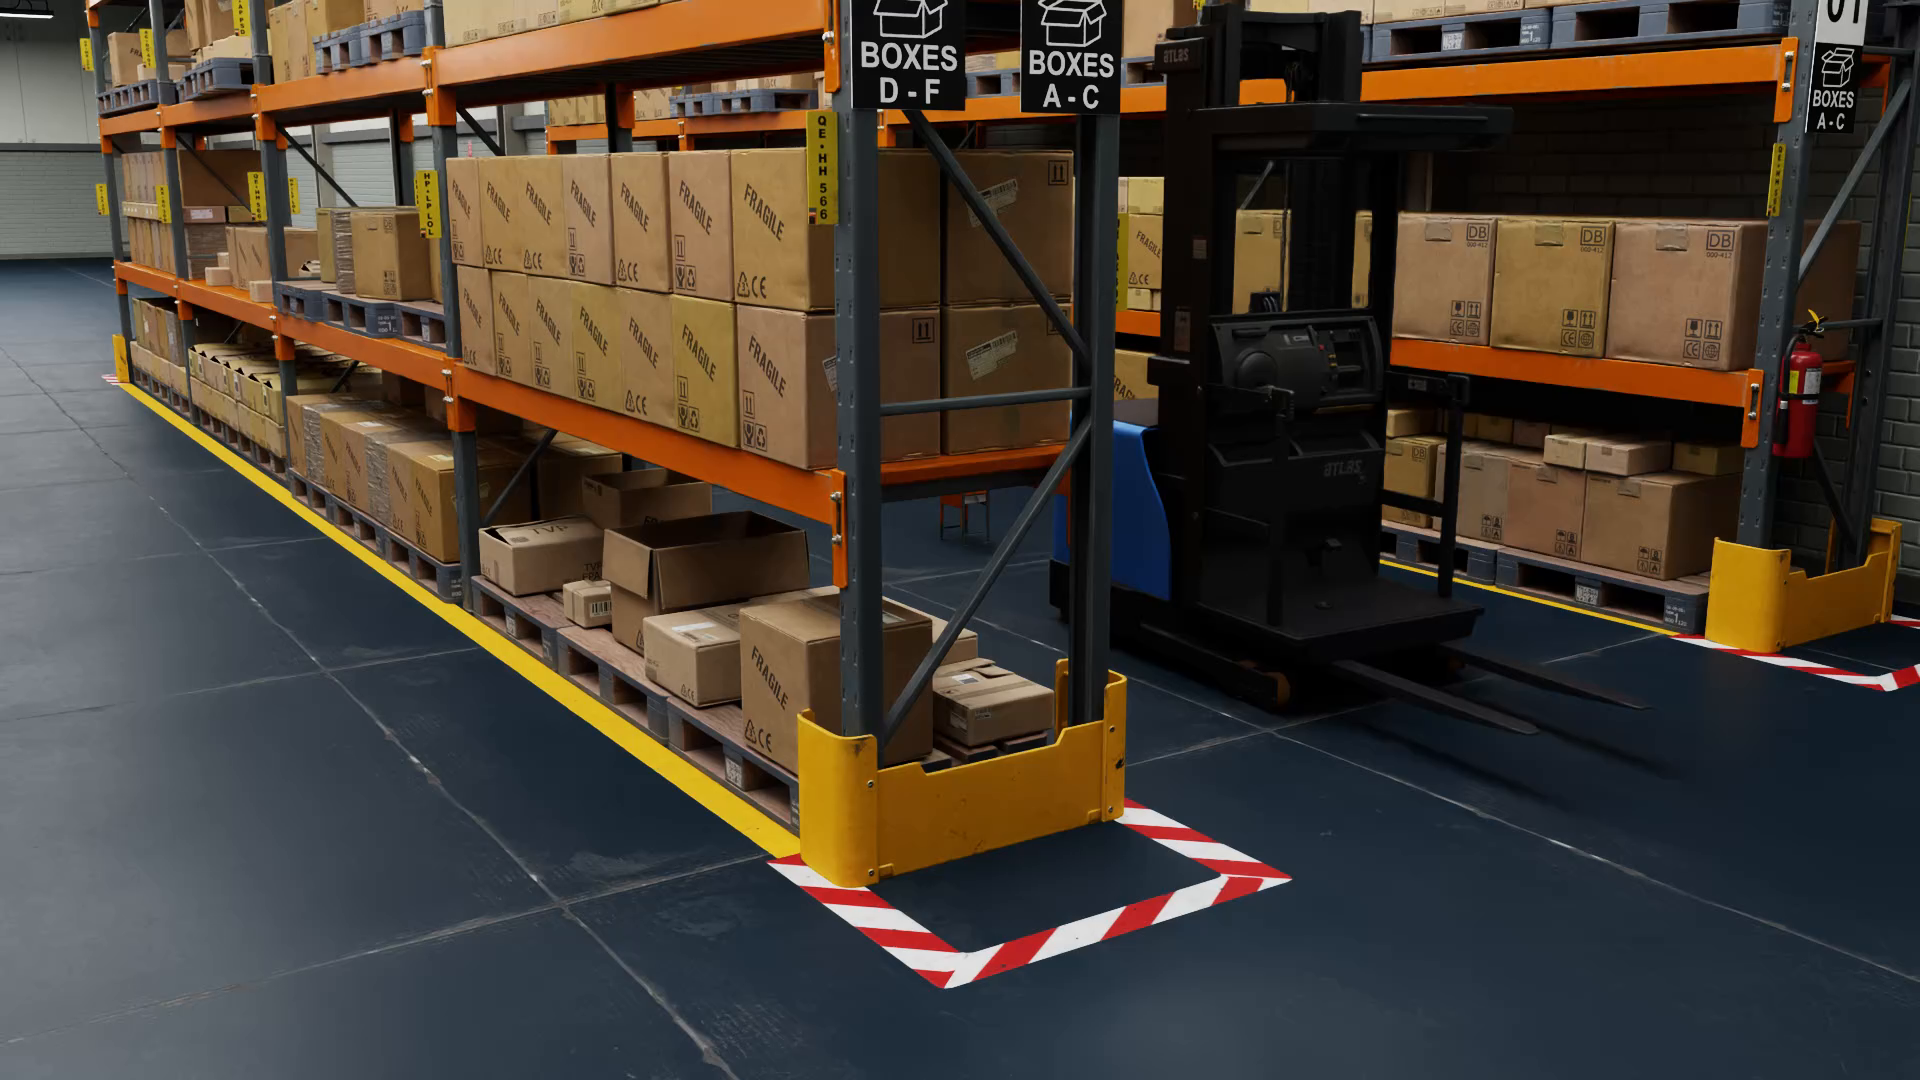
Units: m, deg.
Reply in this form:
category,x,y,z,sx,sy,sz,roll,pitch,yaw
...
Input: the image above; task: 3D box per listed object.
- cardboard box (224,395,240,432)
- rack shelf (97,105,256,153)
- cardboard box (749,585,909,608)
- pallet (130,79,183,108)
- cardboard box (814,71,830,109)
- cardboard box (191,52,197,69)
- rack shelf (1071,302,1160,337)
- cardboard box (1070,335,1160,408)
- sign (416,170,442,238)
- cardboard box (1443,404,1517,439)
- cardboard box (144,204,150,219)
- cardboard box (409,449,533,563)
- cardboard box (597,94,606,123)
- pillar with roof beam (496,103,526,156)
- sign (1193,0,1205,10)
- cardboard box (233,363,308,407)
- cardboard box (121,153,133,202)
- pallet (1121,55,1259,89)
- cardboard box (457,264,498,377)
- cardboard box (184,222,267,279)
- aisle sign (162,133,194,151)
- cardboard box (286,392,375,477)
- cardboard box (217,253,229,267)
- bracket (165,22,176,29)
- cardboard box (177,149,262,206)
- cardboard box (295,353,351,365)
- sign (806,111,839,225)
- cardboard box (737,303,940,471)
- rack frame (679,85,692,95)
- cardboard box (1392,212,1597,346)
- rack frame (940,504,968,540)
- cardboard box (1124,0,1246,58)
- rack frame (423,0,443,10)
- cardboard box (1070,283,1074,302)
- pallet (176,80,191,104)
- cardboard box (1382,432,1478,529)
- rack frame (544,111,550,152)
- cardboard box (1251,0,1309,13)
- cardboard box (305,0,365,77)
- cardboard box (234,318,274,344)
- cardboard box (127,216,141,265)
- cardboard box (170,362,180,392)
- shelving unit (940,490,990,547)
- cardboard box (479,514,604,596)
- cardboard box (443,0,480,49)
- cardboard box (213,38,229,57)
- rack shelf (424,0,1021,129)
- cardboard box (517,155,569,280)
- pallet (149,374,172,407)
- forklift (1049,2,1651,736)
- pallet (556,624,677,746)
category,x,y,z,sx,sy,sz,roll,pitch,yaw
cardboard box,-5.711,-1.059,13.637,0.500,0.250,0.500,-8,15,-32
rack shelf,-7.688,-4.041,16.484,1.077,0.370,4.000,-8,15,-33
cardboard box,-0.551,0.383,6.997,0.500,0.250,0.500,-8,15,-33
pallet,-7.074,-4.143,15.470,1.003,0.211,1.213,-8,15,-33
cardboard box,-0.883,-4.215,15.303,0.797,0.503,0.637,-6,14,-25
cardboard box,-6.939,-4.484,15.722,0.500,0.311,0.500,-9,15,-36
rack shelf,0.866,-1.740,12.982,1.077,0.370,4.000,-8,15,-33
cardboard box,1.011,-1.149,12.643,0.750,0.750,0.750,-8,14,-31
sign,-2.608,-1.648,8.168,0.100,0.325,0.005,-8,15,-33
cardboard box,3.111,-0.710,9.937,0.380,0.149,0.250,-8,15,-34
cardboard box,-7.907,-3.280,16.588,0.380,0.149,0.250,-8,15,-32
cardboard box,-2.660,-0.197,9.061,0.500,0.500,0.500,-8,15,-33
cardboard box,-3.824,-5.021,18.997,0.500,0.500,0.500,-7,14,-29
pillar with roof beam,-10.475,-7.336,22.846,9.100,9.000,0.400,-8,15,-33
sign,1.528,-3.542,10.568,0.100,0.325,0.005,-8,15,-33
cardboard box,-5.430,-1.242,13.161,0.500,0.311,0.500,-8,15,-33
cardboard box,-8.519,-3.872,17.775,0.700,0.500,0.500,-8,15,-33
pallet,1.425,-3.265,11.698,0.805,0.209,1.217,-9,15,-35
cardboard box,-2.092,-1.075,8.022,0.500,0.500,0.500,-8,14,-31
cardboard box,-6.831,-2.699,15.448,0.700,0.500,0.500,-9,15,-34
aisle sign,-8.588,-4.600,18.289,0.394,0.787,0.004,-8,15,-33
cardboard box,-4.350,-0.739,11.543,0.500,0.500,0.500,-7,14,-30
cardboard box,-6.271,-2.416,14.740,0.500,0.250,0.500,-7,14,-29
bracket,-22.027,-14.326,46.382,0.235,0.232,0.430,-8,15,-33
cardboard box,-6.831,-3.333,15.309,0.700,0.500,0.500,-8,15,-32
cardboard box,-5.274,-1.399,13.878,0.500,0.311,0.500,-8,15,-33
sign,-0.405,-1.096,4.900,0.100,0.325,0.005,-8,15,-33
cardboard box,-0.406,-0.534,5.548,0.500,0.500,0.500,-8,14,-31
rack frame,-2.458,-6.090,17.144,1.000,3.000,0.127,-8,15,-33
cardboard box,3.072,-1.525,9.614,0.980,0.700,0.700,-9,15,-35
rack frame,-0.038,-0.525,10.305,0.200,1.050,0.008,-8,15,-33
cardboard box,1.578,-3.635,11.676,0.700,0.500,0.500,-9,15,-36
rack frame,-2.148,-4.080,7.954,1.000,3.000,0.127,-8,15,-33
cardboard box,1.010,-1.835,12.271,0.380,0.149,0.250,-8,15,-33
pallet,-6.081,-3.788,14.091,0.805,0.209,1.217,-9,15,-35
cardboard box,2.861,-0.394,10.008,0.700,0.500,0.500,-8,15,-31
rack frame,-4.675,-3.870,21.038,1.000,3.000,0.127,-8,15,-33
cardboard box,2.137,-3.228,10.214,0.500,0.250,0.500,-8,15,-33
cardboard box,-3.524,-3.118,10.342,0.910,0.500,0.500,-8,15,-33
cardboard box,-6.577,-1.920,15.816,0.500,0.500,0.500,-8,15,-33
cardboard box,-8.548,-3.248,17.957,0.700,0.500,0.500,-8,15,-33
cardboard box,-7.288,-1.580,16.021,0.500,0.250,0.500,-8,15,-33
shelving unit,0.030,-0.503,10.206,0.215,1.050,0.252,-8,15,-33
cardboard box,-2.095,0.050,8.377,0.500,0.311,0.500,-8,15,-33
cardboard box,-2.084,-2.425,7.761,0.500,0.250,0.500,-8,15,-33
cardboard box,-5.572,-3.822,13.163,0.500,0.250,0.500,-10,16,-38
rack shelf,-1.040,-1.907,6.725,1.077,0.370,4.000,-8,15,-33
cardboard box,-1.550,-1.386,7.104,0.500,0.500,0.500,-9,15,-34
pallet,-7.666,-1.573,17.061,1.003,0.211,1.213,-8,15,-33
forklift,1.623,-0.820,7.252,1.130,2.935,3.031,-7,14,-29
pallet,-1.088,0.553,7.340,1.003,0.211,1.213,-8,15,-33
